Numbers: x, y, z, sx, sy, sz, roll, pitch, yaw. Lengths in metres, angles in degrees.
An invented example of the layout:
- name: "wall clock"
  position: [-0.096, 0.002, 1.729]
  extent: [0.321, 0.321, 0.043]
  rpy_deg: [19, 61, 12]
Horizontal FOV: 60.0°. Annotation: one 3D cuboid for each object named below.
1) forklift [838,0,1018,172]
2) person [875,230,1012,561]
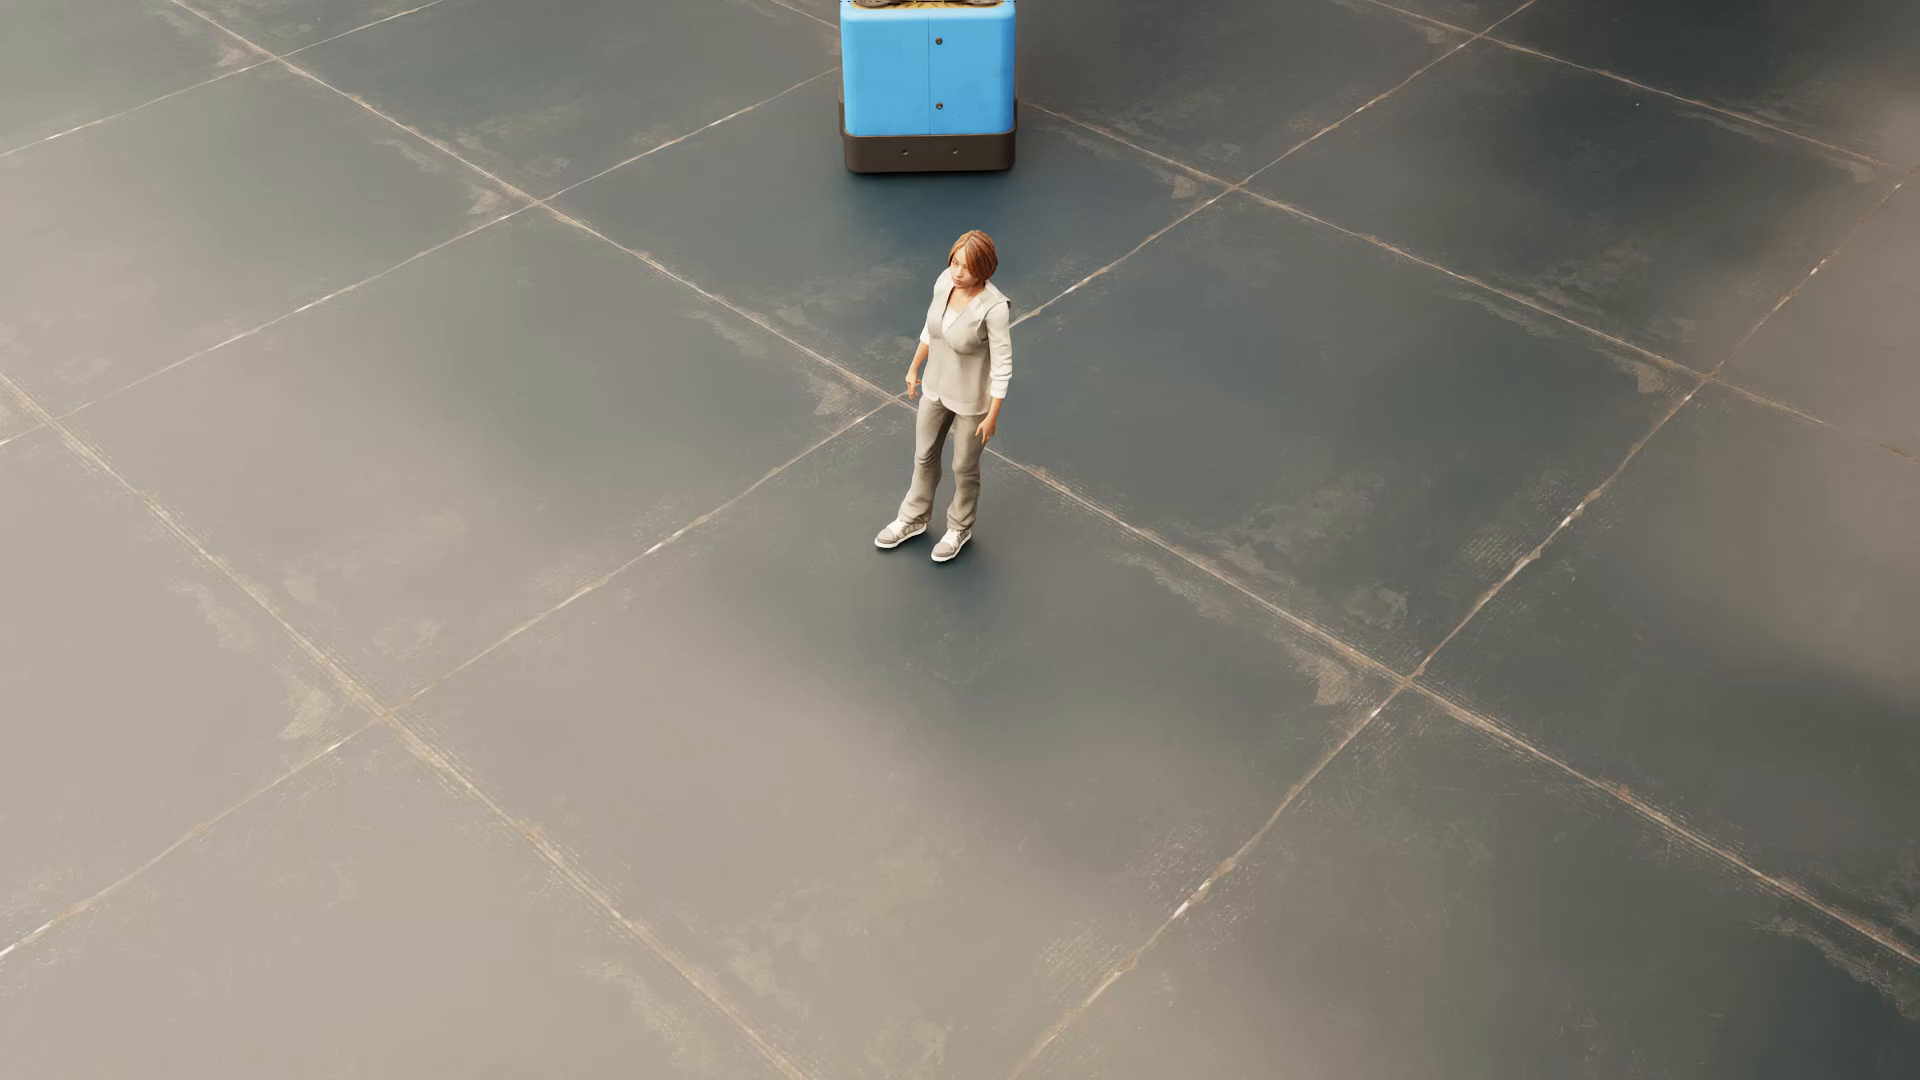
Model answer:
- name: "forklift"
  position: [-0.238, -4.307, 10.449]
  extent: [1.130, 2.935, 3.031]
  rpy_deg: [-1, 41, -2]
- name: "person"
  position: [-0.060, -0.583, 7.121]
  extent: [0.520, 1.597, 0.475]
  rpy_deg: [31, 49, 31]
